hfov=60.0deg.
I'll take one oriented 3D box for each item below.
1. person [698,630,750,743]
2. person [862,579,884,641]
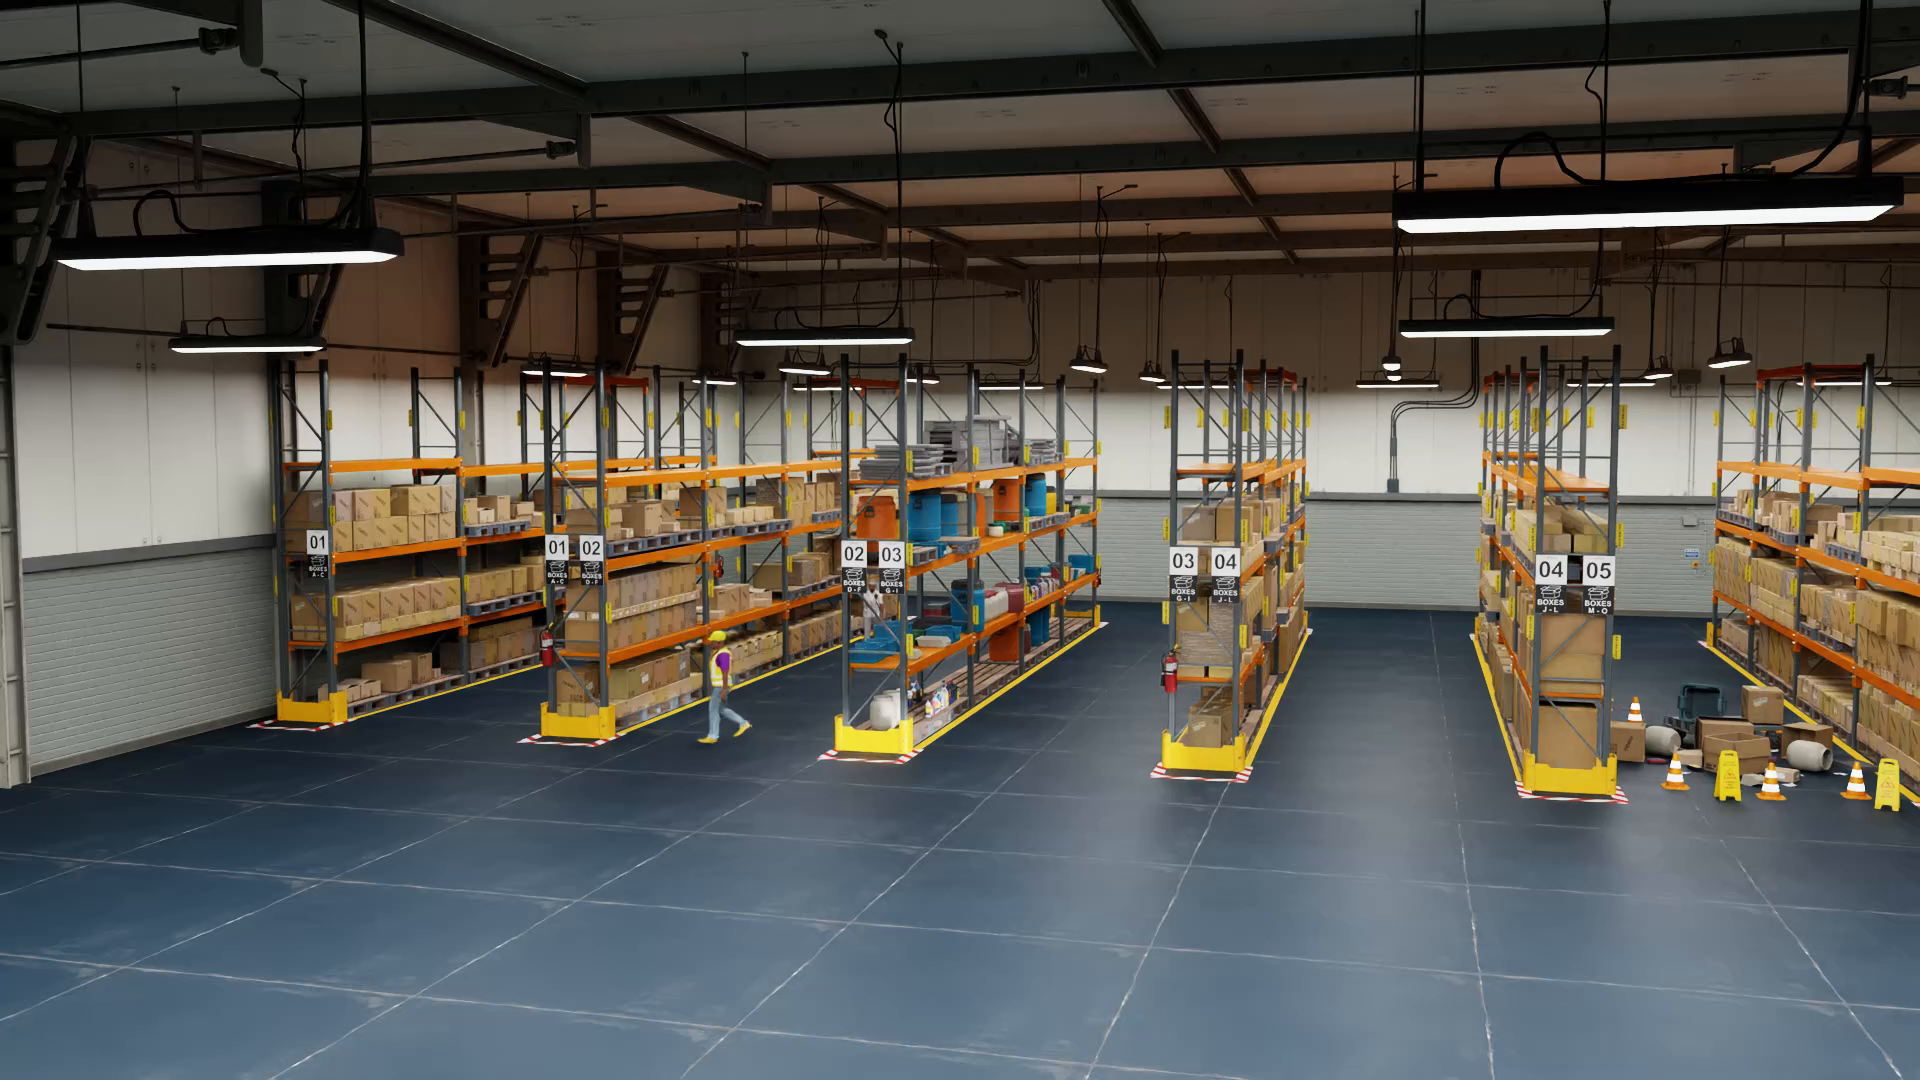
[{"bbox_3d":[-3.675,2.273,25.866,0.824,1.753,0.660,-1,4,-10],"label":"person"},{"bbox_3d":[-1.858,1.623,35.449,0.466,1.620,1.068,0,4,0],"label":"person"}]
